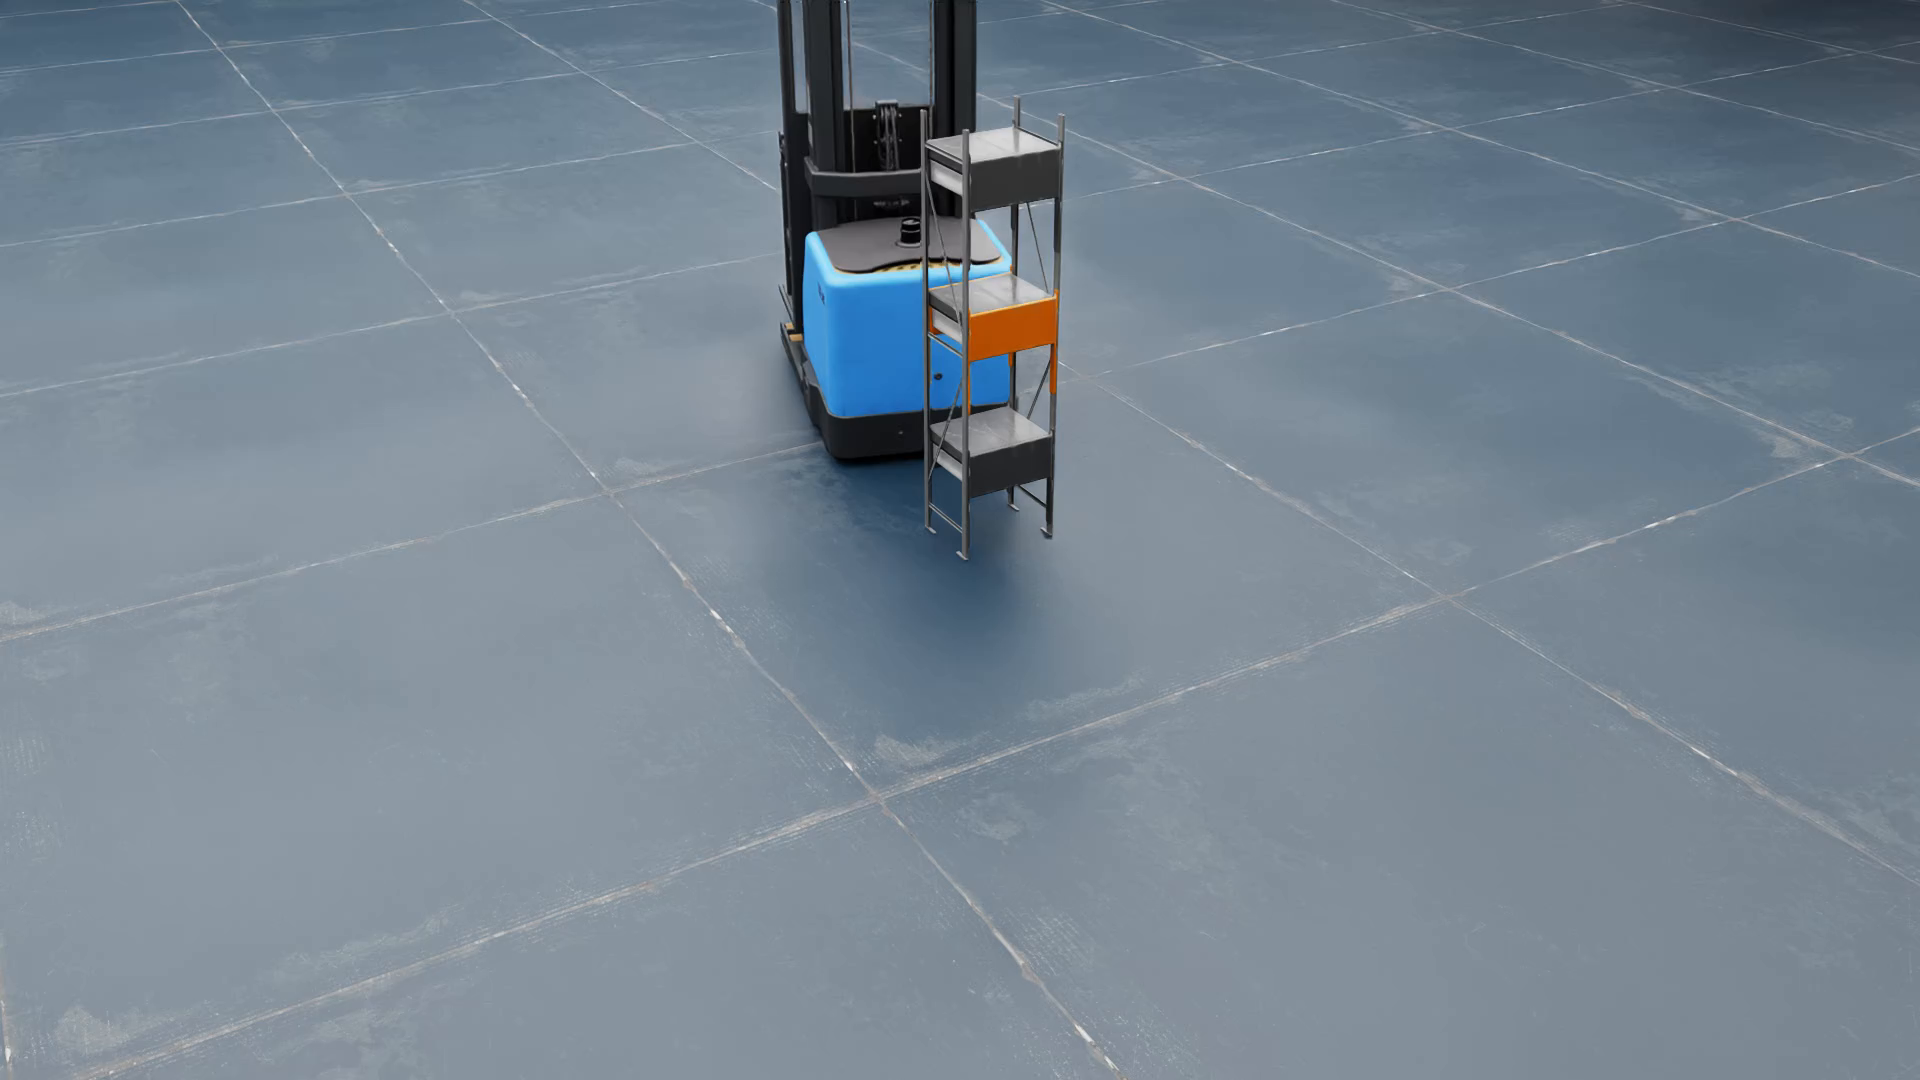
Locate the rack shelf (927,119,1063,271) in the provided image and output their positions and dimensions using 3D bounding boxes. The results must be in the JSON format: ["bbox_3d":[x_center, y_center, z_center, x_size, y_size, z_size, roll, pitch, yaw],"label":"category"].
[{"bbox_3d":[0.143,-1.561,7.484,0.480,0.518,0.431,-16,33,-26],"label":"rack shelf"}]

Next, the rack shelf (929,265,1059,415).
[{"bbox_3d":[0.143,-0.948,7.823,0.480,0.518,0.431,-16,33,-26],"label":"rack shelf"}]

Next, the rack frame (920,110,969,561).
[{"bbox_3d":[-0.068,-0.900,7.708,0.015,2.100,0.400,-16,33,-26],"label":"rack frame"}]

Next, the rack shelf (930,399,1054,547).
[{"bbox_3d":[0.143,-0.335,8.161,0.480,0.518,0.431,-16,33,-26],"label":"rack shelf"}]

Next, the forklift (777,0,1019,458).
[{"bbox_3d":[-0.505,-2.416,9.594,1.130,2.935,3.031,-6,30,-11],"label":"forklift"}]

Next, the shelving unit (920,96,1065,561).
[{"bbox_3d":[0.143,-0.960,7.816,0.503,2.100,0.431,-16,33,-26],"label":"shelving unit"}]

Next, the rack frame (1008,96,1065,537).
[{"bbox_3d":[0.353,-1.020,7.924,0.015,2.100,0.400,-16,33,-26],"label":"rack frame"}]
